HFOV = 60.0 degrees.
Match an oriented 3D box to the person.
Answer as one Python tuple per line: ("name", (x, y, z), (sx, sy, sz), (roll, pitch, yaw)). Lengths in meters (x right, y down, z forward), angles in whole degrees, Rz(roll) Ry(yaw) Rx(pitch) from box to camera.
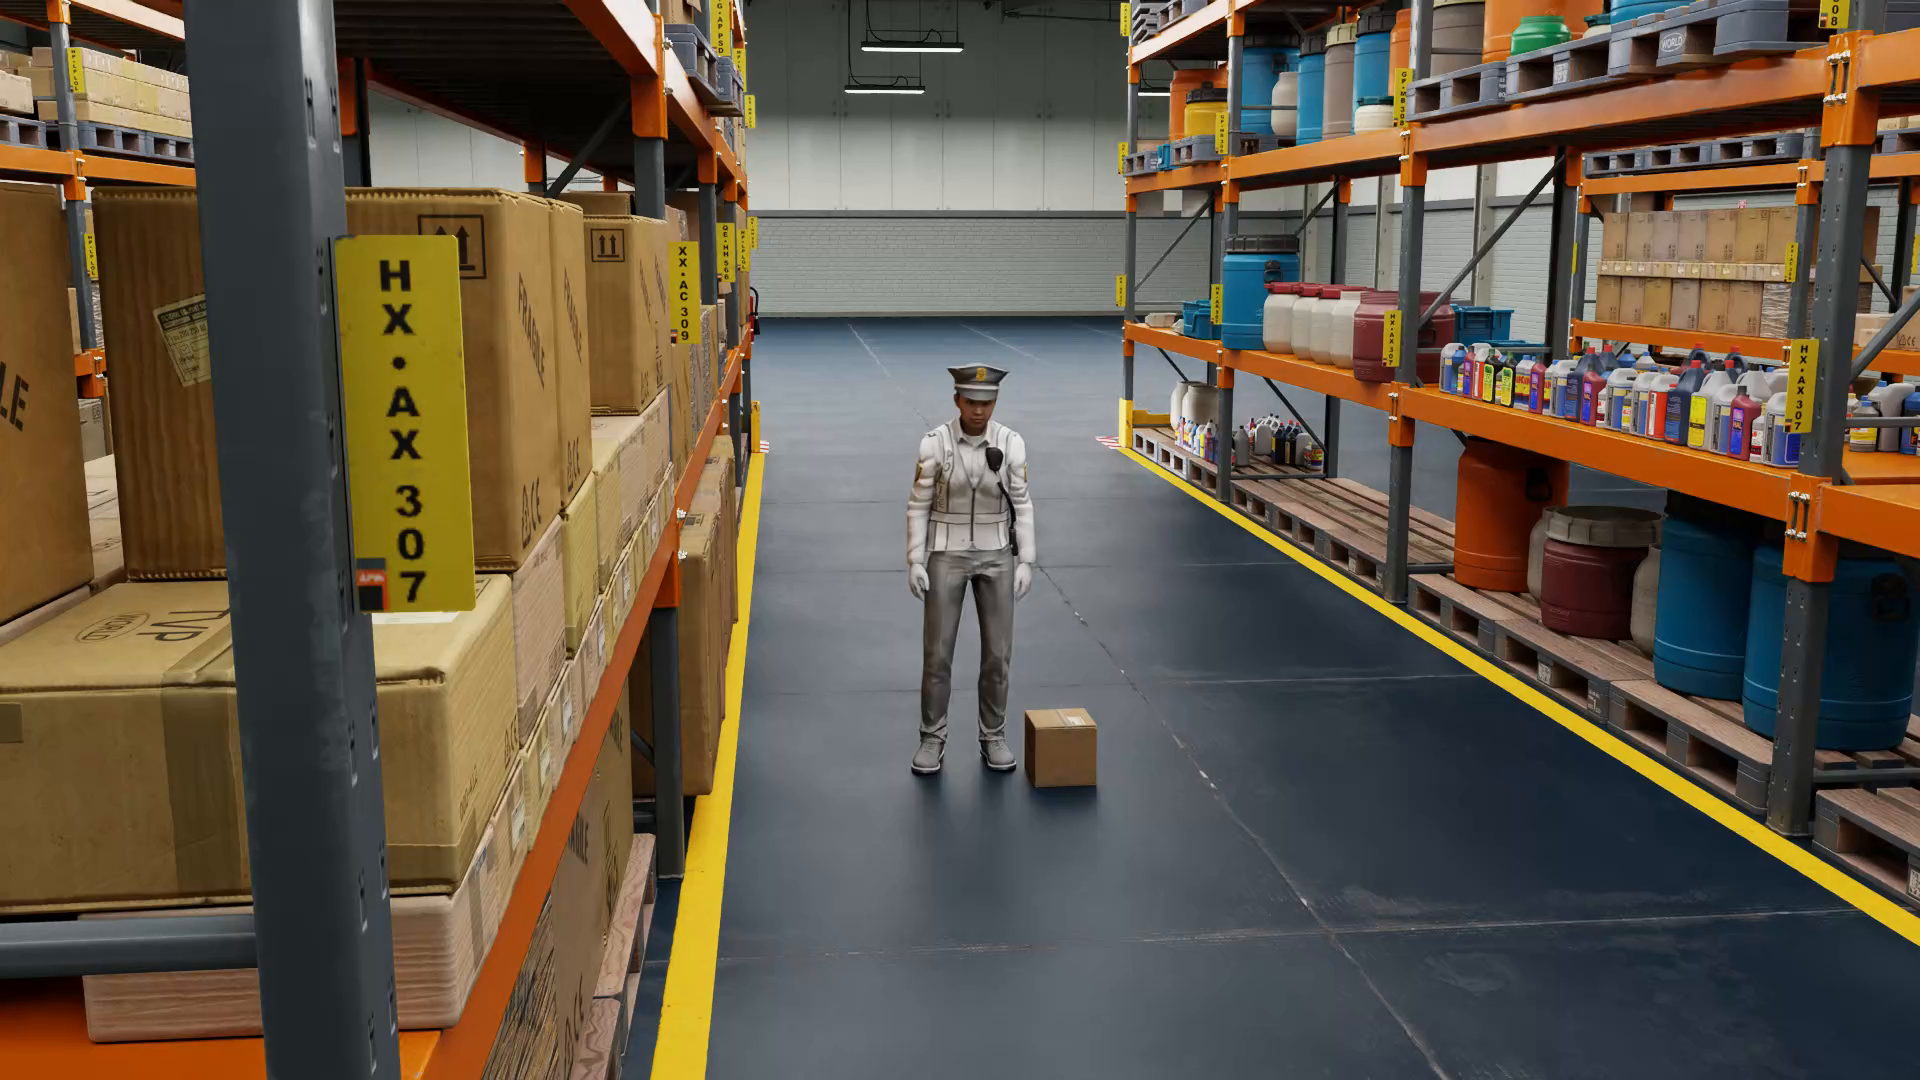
("person", (0.045, 0.107, 6.796), (0.529, 1.663, 0.374), (-1, 10, -4))
